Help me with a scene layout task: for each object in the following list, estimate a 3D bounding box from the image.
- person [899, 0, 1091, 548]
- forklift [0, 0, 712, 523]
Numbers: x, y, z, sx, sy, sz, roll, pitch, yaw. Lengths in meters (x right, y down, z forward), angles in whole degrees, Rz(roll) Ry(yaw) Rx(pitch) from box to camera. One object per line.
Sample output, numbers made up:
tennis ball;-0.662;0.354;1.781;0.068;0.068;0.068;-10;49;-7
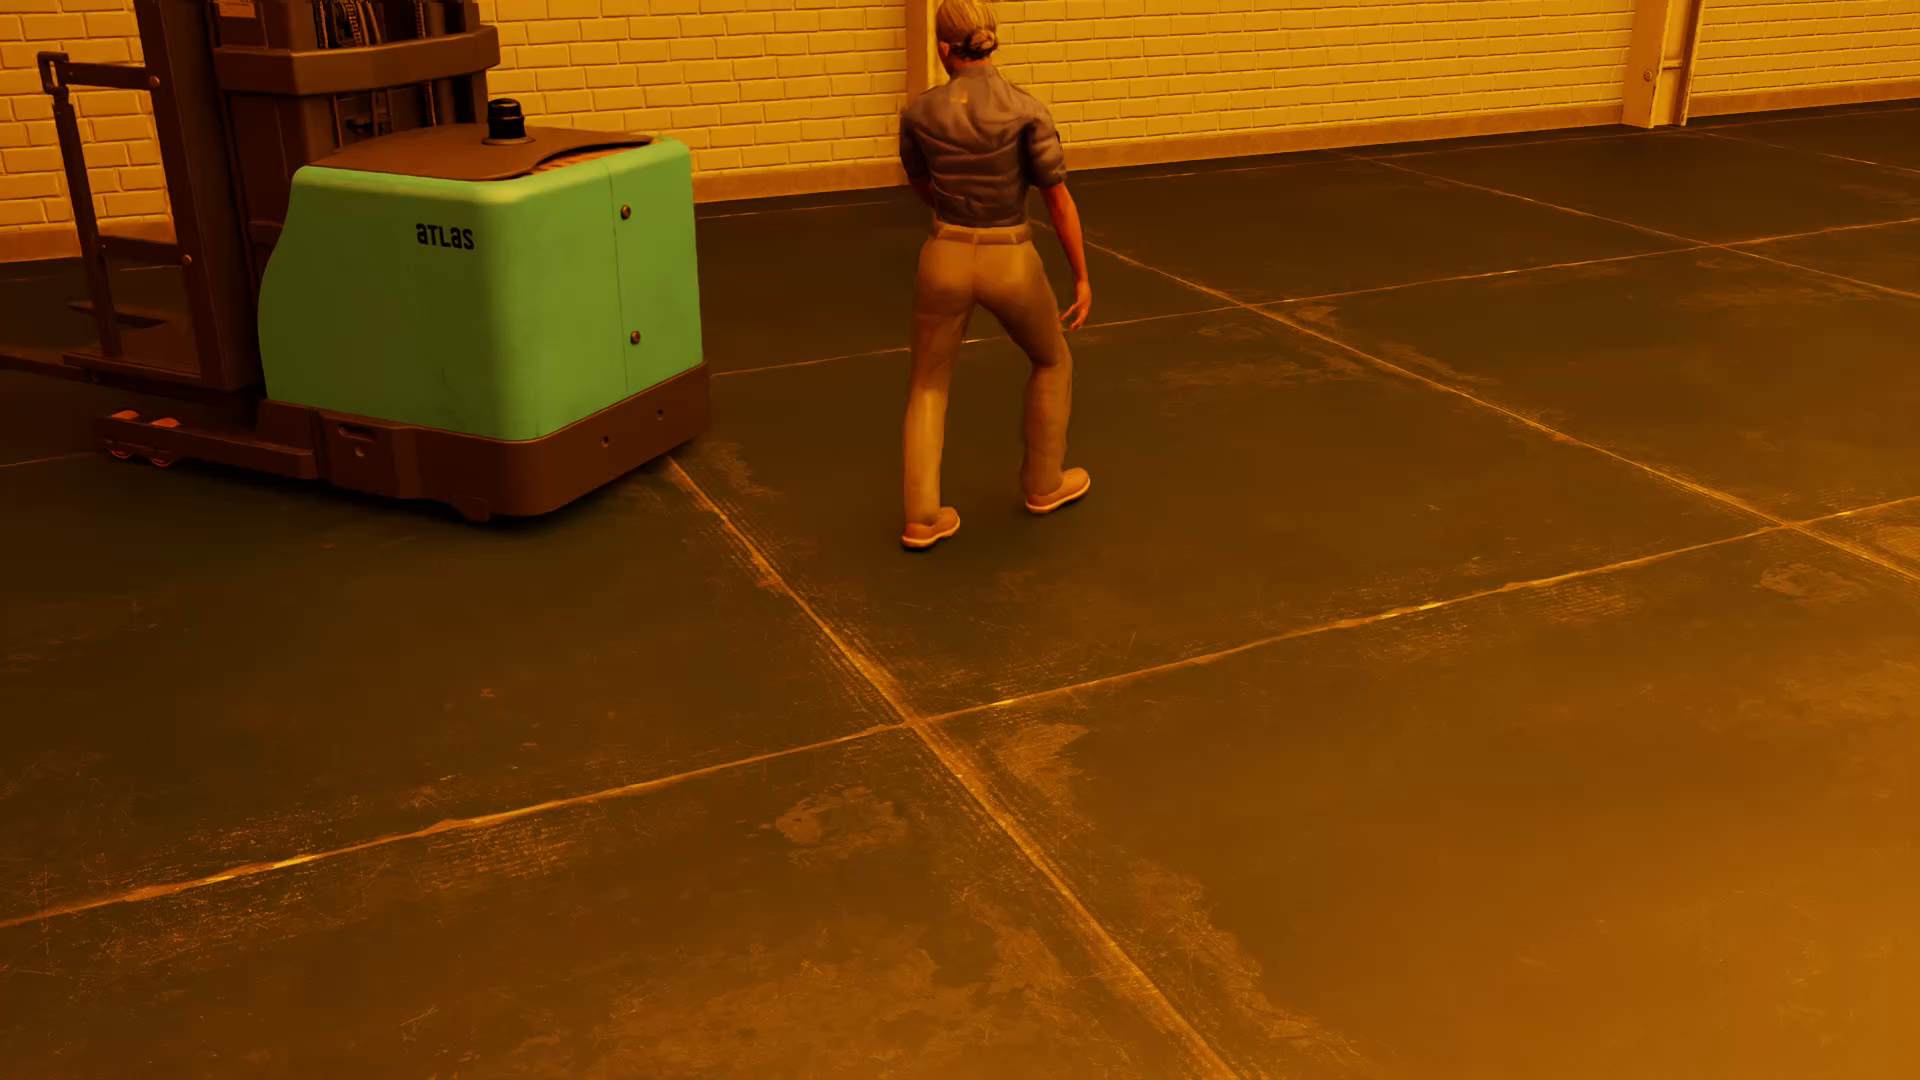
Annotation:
person;0.108;-0.812;4.993;0.586;1.593;0.710;3;23;8
forklift;-2.438;-1.775;5.559;3.031;2.935;1.130;10;25;23
